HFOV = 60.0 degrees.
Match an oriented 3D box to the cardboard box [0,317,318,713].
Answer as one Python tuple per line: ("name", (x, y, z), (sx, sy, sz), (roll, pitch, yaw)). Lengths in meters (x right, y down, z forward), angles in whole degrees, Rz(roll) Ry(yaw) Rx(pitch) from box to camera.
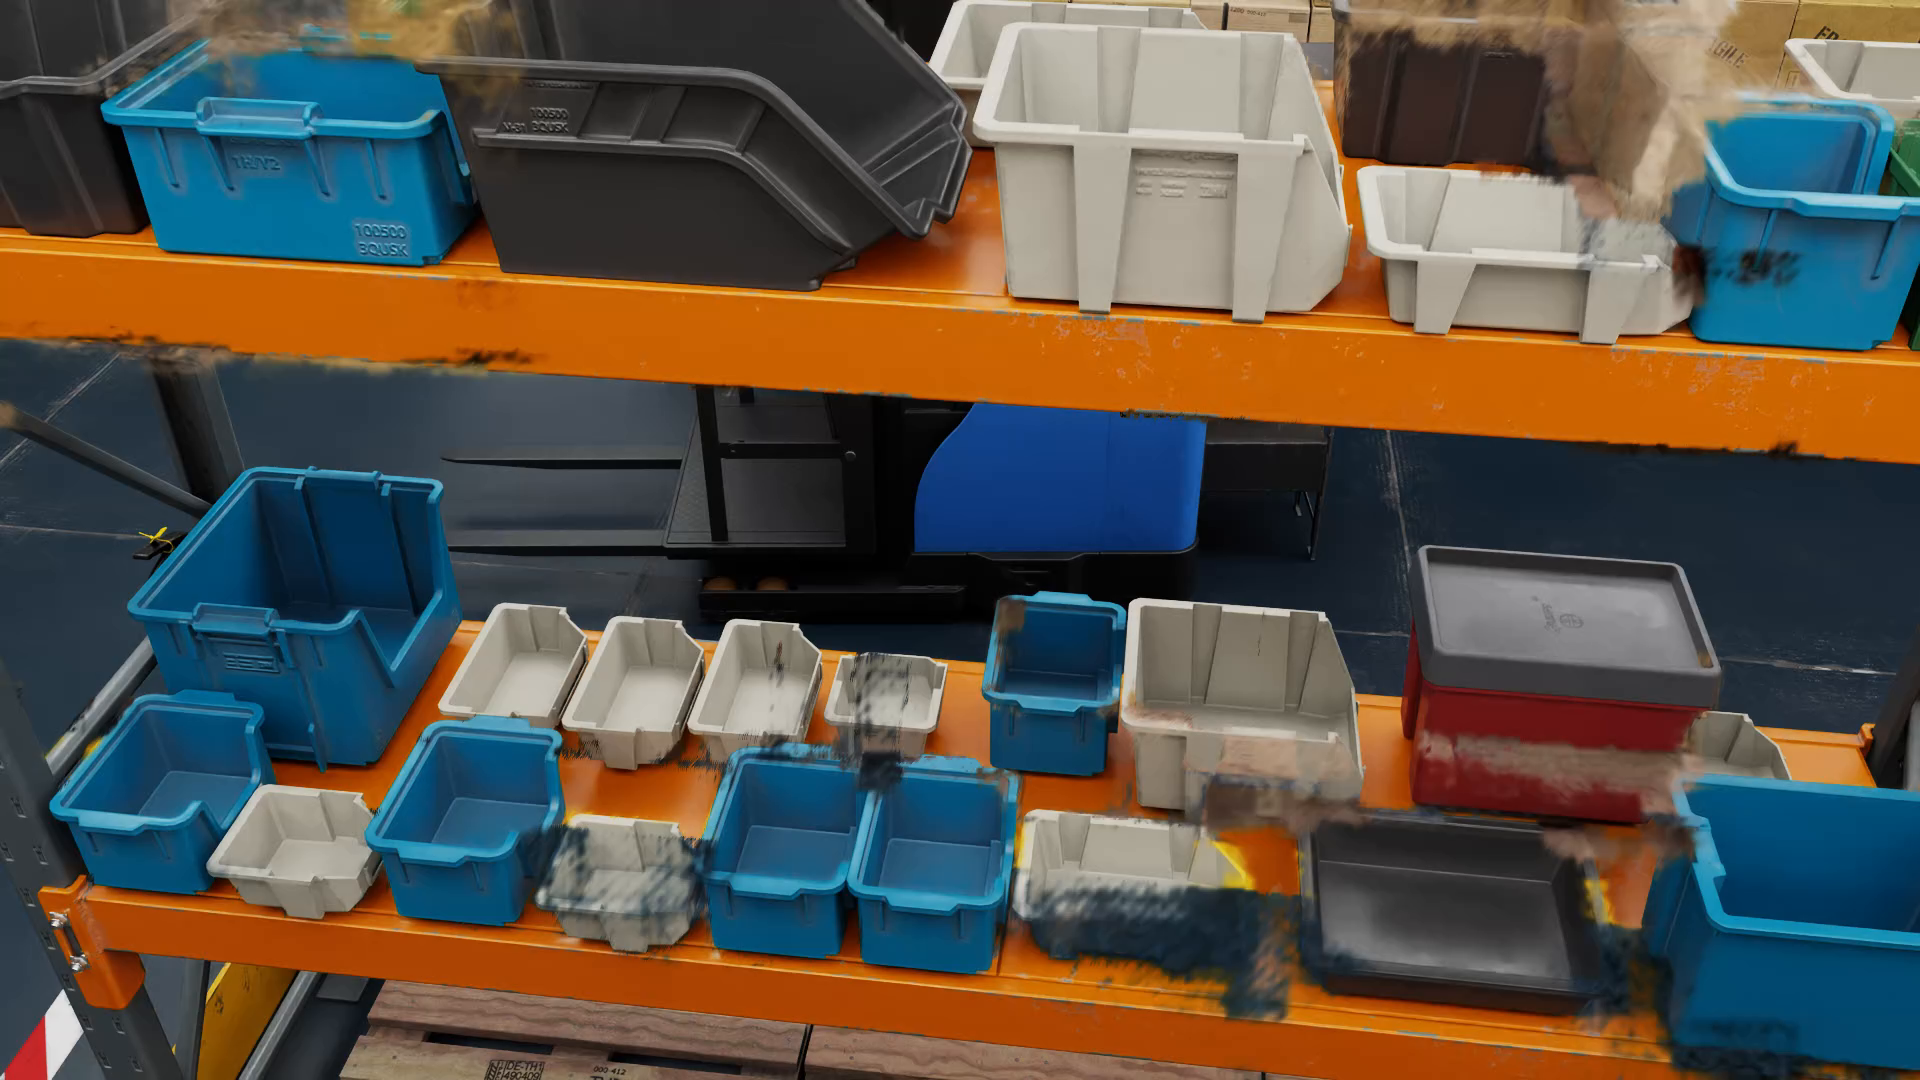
("cardboard box", (5.146, -1.412, 7.614), (0.875, 0.875, 1.225), (4, 36, 6))

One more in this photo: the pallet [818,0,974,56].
("pallet", (6.668, -3.746, 11.818), (1.213, 0.211, 1.003), (4, 36, 6))

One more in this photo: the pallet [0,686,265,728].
("pallet", (4.732, -1.031, 8.013), (1.213, 0.211, 1.003), (4, 36, 6))

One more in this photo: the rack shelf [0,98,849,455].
("rack shelf", (4.728, -1.828, 7.348), (4.000, 0.370, 1.077), (4, 36, 6))

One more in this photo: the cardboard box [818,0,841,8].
("cardboard box", (6.243, -3.915, 11.444), (0.500, 0.500, 0.500), (6, 36, 8))

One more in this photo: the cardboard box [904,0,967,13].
("cardboard box", (6.757, -3.874, 11.387), (0.500, 0.500, 0.500), (4, 36, 6))
